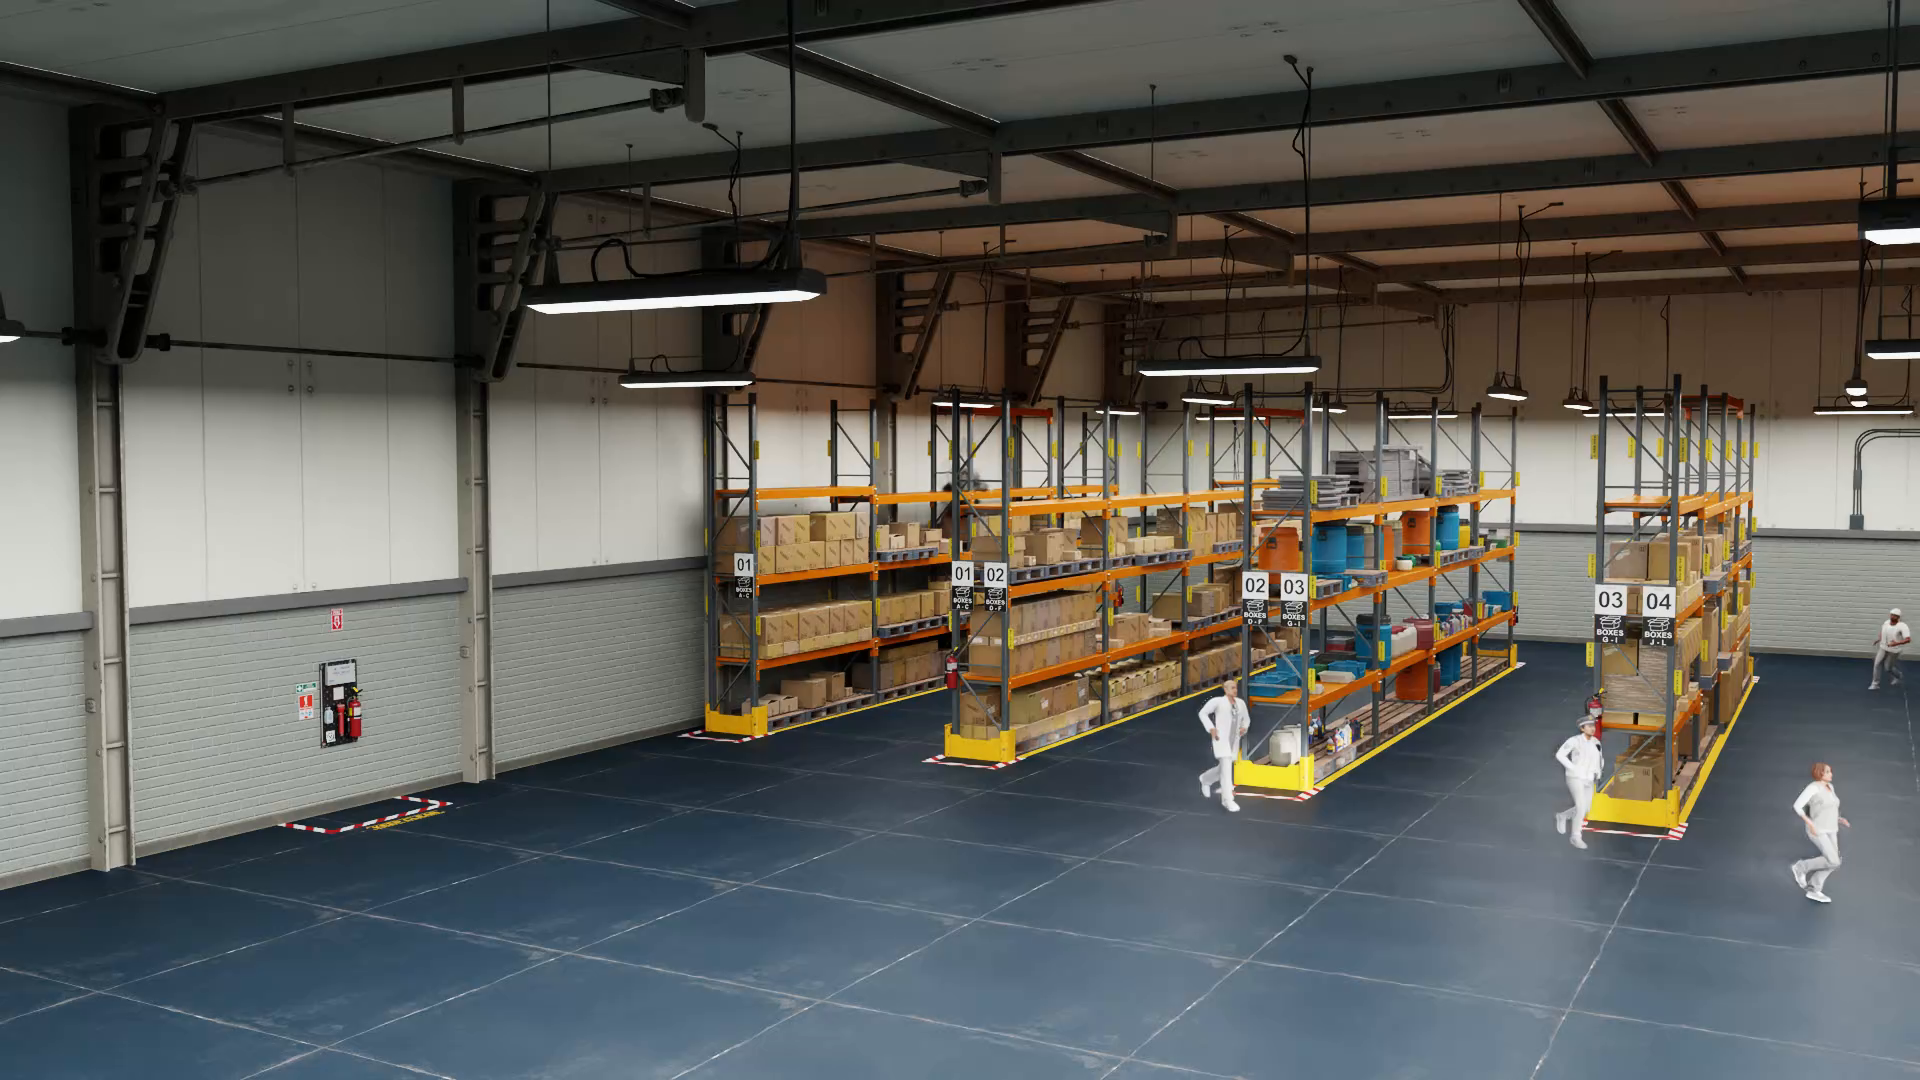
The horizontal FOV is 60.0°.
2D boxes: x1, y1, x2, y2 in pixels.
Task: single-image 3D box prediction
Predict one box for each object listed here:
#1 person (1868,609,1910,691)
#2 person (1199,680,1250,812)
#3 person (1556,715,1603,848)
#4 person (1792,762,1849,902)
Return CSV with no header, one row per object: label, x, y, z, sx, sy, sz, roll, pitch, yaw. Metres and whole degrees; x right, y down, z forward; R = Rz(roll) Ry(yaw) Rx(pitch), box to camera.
person,19.345,2.275,34.509,0.879,1.732,0.742,-1,3,-25
person,3.775,2.864,23.480,0.738,1.782,0.926,-2,3,-28
person,7.914,3.050,21.222,0.658,1.659,0.649,-1,3,-13
person,9.548,3.231,18.419,0.533,1.551,0.544,-2,4,-31
